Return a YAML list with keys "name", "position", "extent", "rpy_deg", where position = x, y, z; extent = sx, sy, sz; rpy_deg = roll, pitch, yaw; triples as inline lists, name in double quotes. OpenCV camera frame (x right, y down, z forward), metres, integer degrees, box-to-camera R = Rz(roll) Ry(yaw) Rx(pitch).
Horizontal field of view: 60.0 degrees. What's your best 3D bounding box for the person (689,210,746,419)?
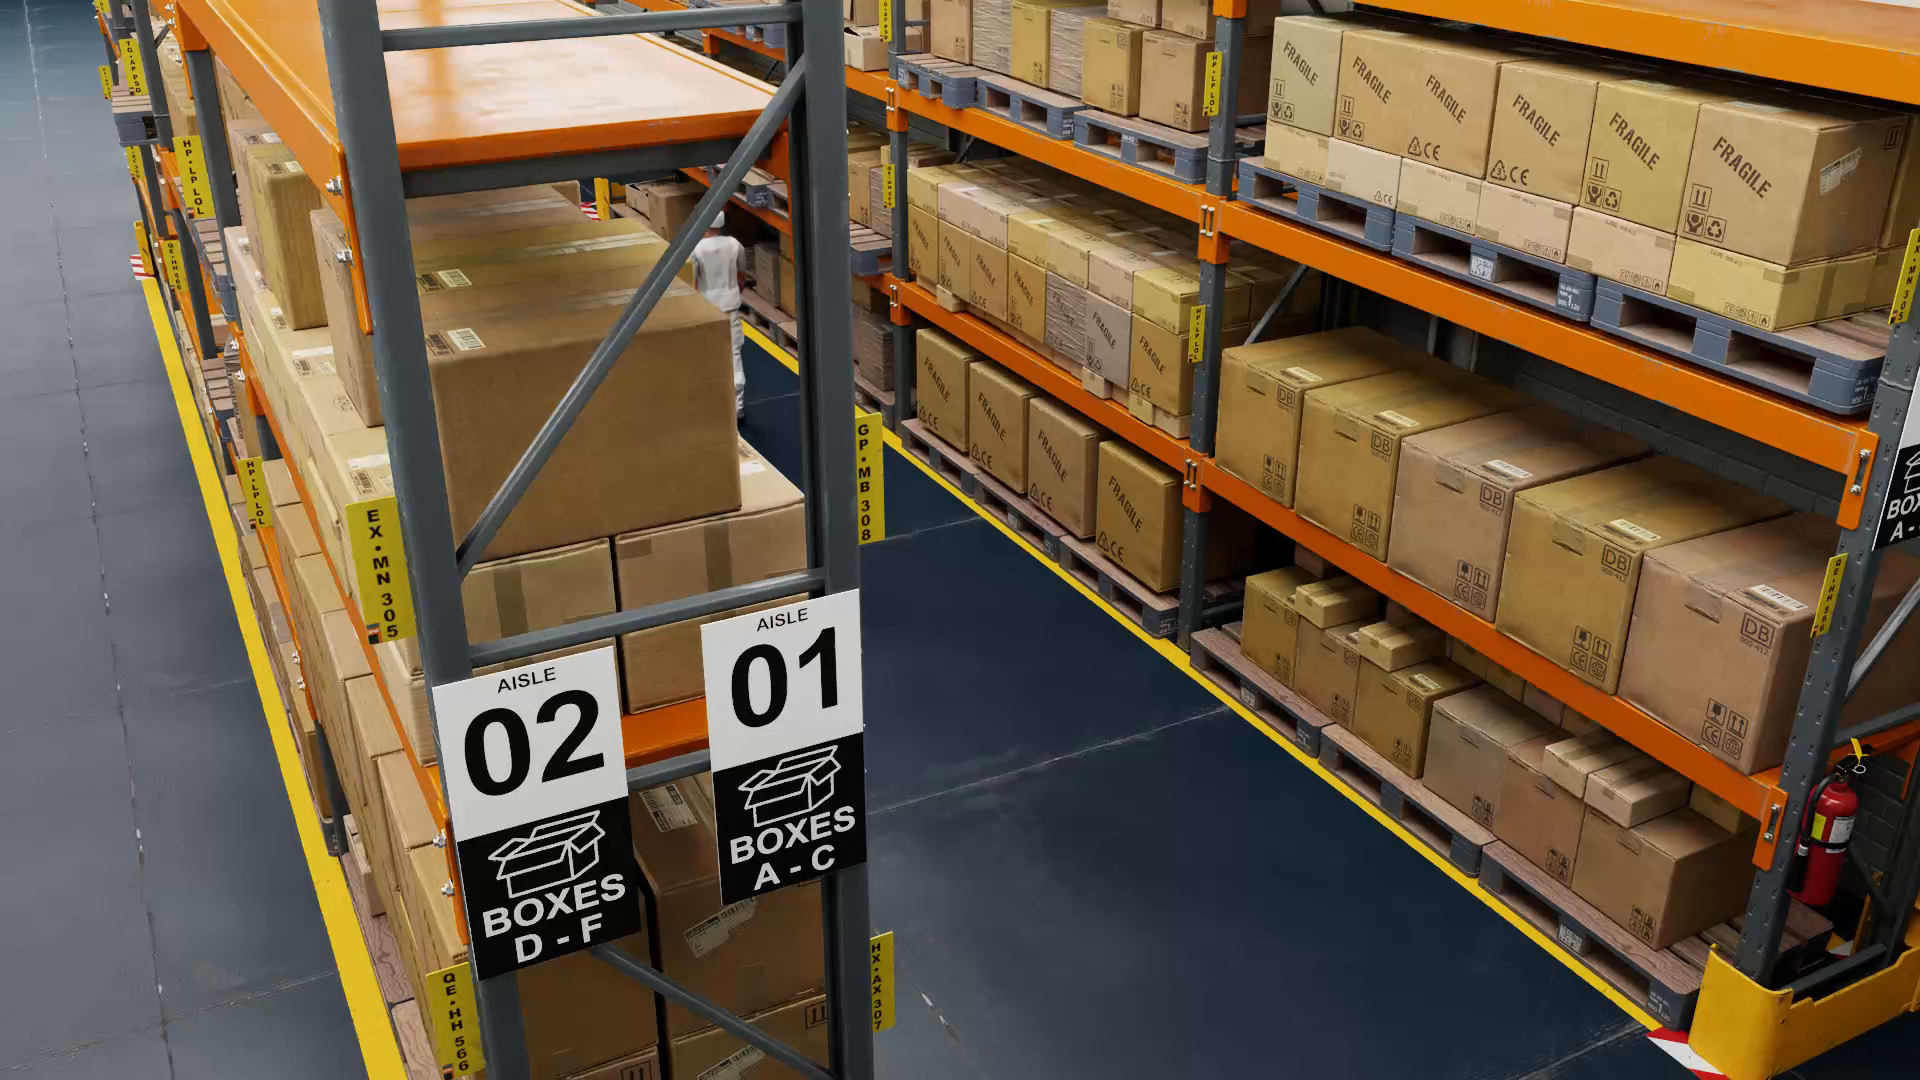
- name: "person"
  position: [-2.007, -1.938, 13.678]
  extent: [0.527, 1.737, 1.038]
  rpy_deg: [-8, 26, -16]
